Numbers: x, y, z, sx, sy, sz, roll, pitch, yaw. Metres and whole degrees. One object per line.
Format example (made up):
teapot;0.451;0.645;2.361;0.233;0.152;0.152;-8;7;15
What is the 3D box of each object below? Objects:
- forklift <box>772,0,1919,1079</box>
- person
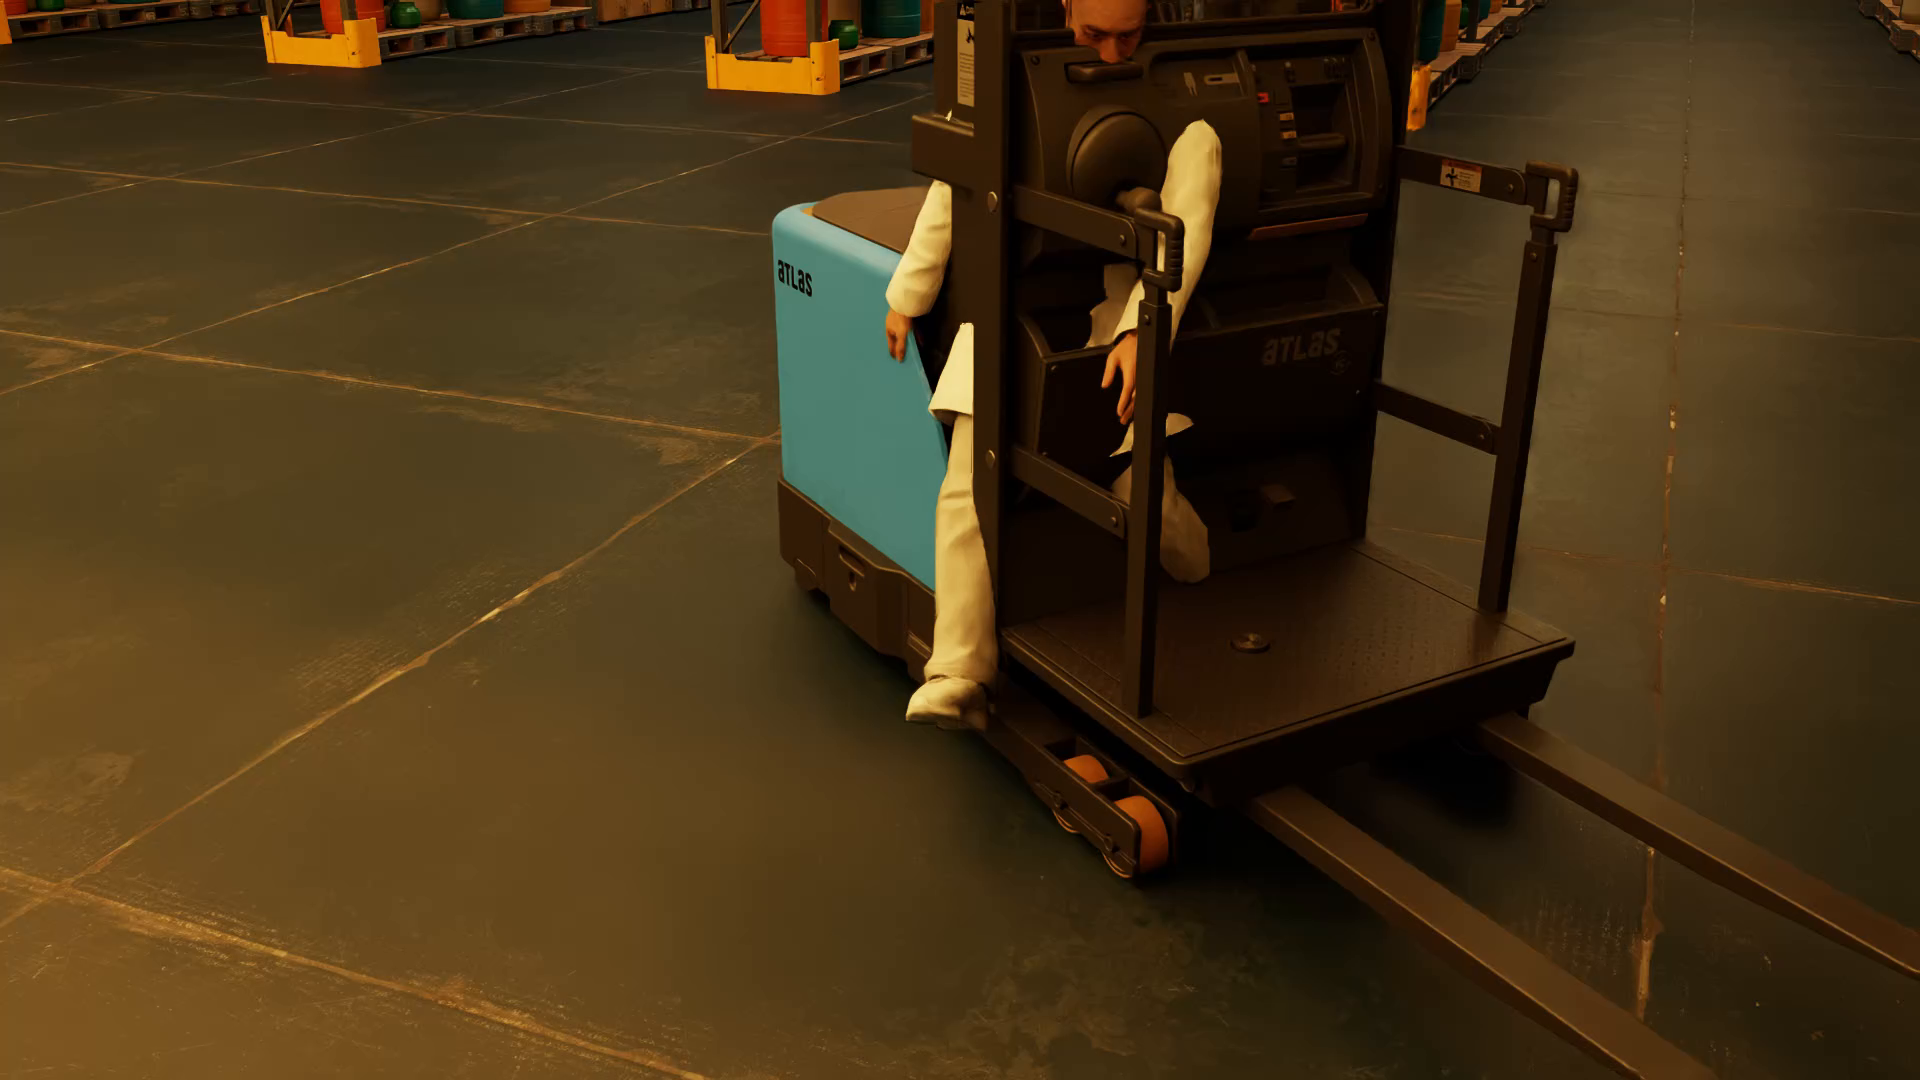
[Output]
forklift;0.650;-0.858;3.346;1.130;2.935;3.031;-12;26;-27
person;0.186;-0.405;3.601;0.887;1.643;1.065;7;24;16
